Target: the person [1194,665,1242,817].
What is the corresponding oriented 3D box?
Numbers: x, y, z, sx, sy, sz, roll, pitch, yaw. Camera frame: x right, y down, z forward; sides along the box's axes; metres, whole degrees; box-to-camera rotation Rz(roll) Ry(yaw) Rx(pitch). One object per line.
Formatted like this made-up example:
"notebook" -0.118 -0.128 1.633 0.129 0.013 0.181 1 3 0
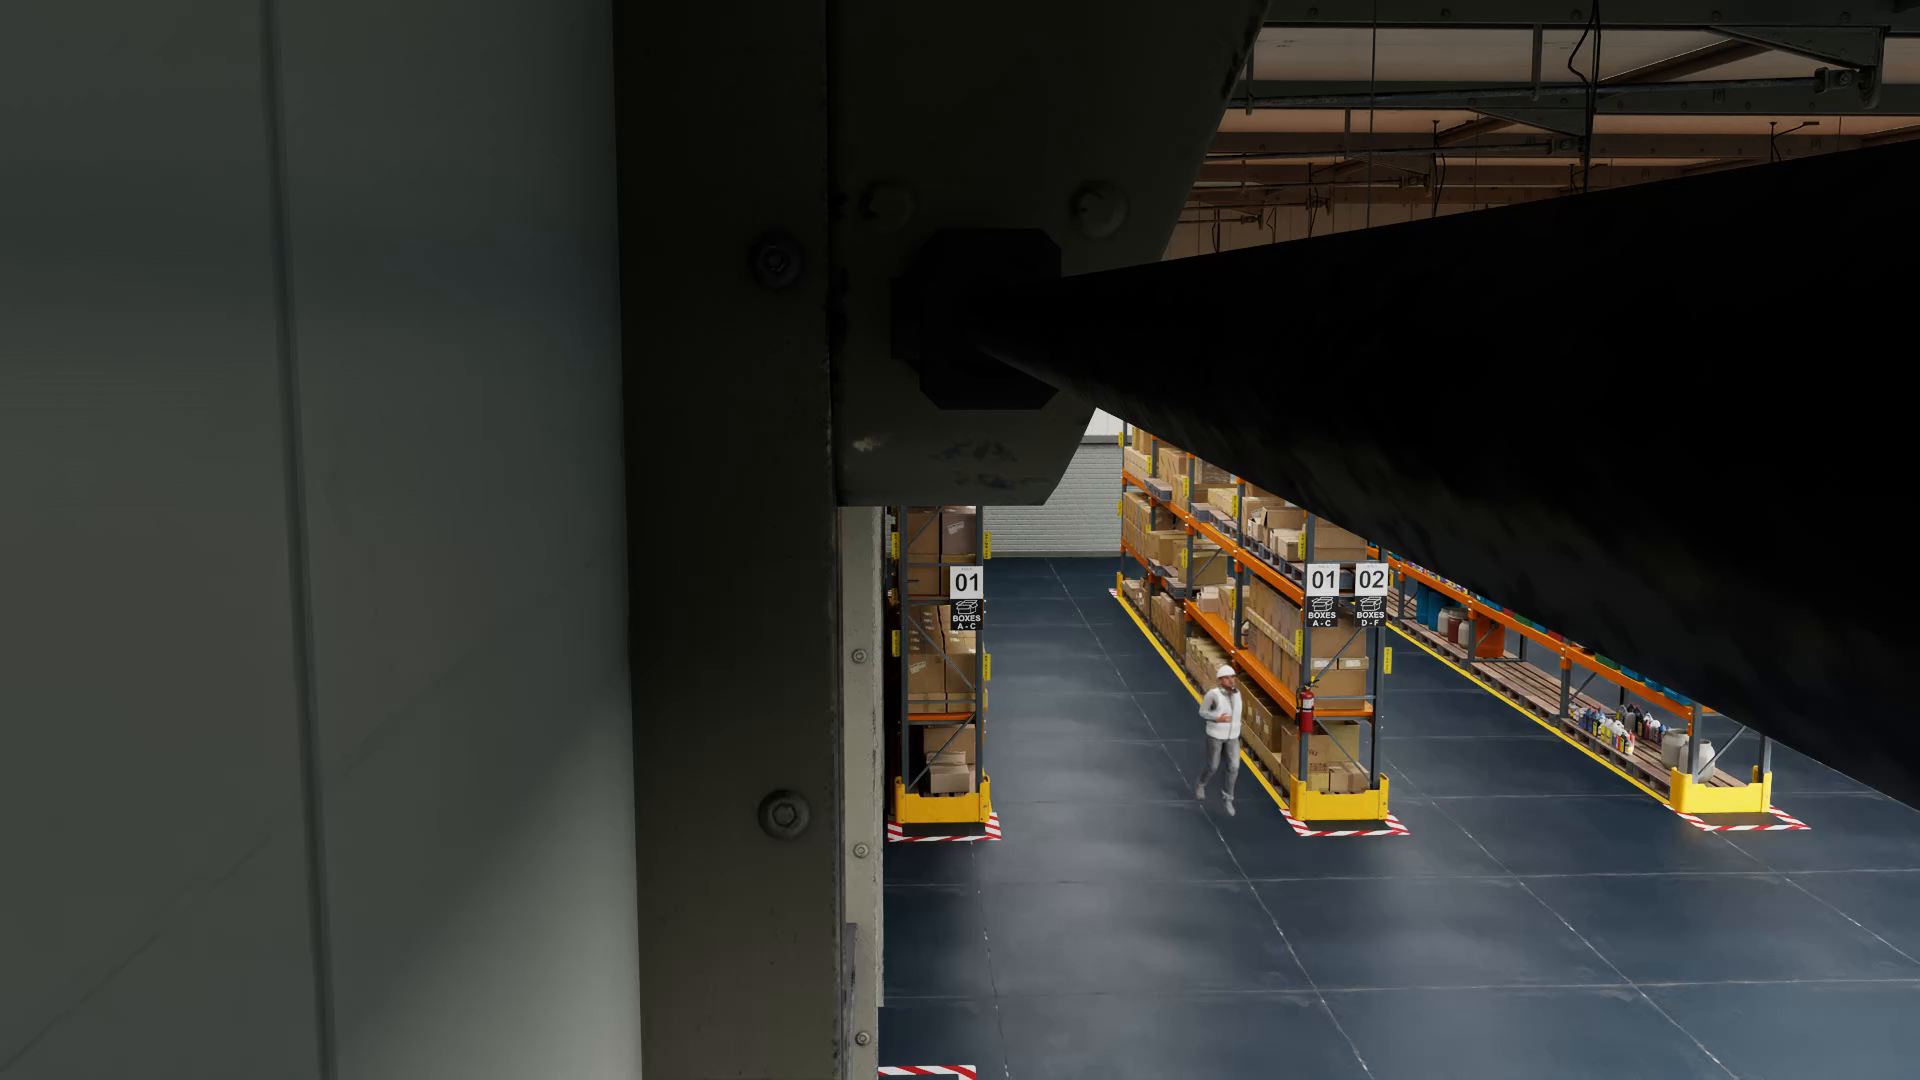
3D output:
"person" 3.259 2.450 20.701 0.680 1.818 0.818 -3 9 -20
